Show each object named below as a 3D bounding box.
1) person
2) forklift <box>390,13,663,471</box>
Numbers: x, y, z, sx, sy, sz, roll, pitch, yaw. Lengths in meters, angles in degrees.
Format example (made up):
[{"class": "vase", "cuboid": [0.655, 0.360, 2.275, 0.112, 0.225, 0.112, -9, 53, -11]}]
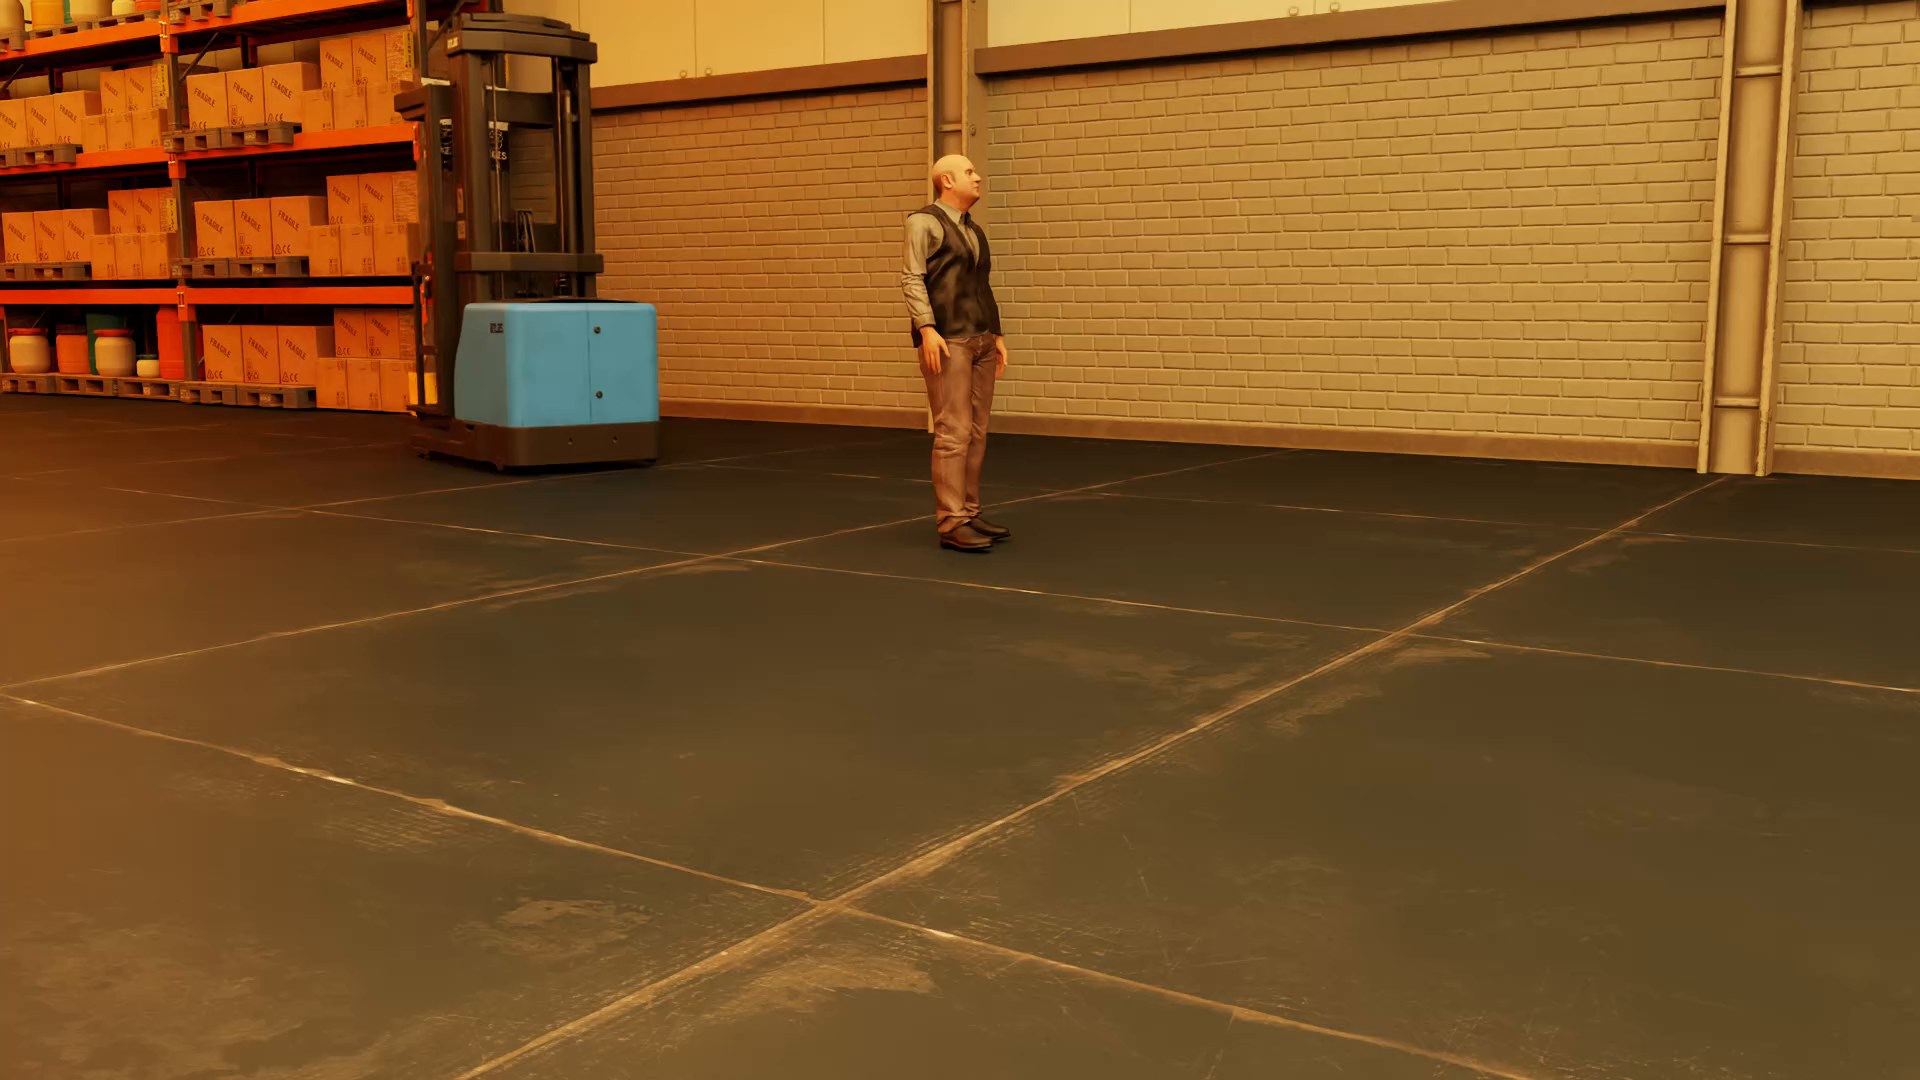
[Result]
[{"class": "person", "cuboid": [0.047, -0.854, 7.440, 0.568, 1.720, 0.632, 5, 10, 34]}, {"class": "forklift", "cuboid": [-3.218, -2.046, 11.581, 1.130, 2.935, 3.031, -6, 10, -35]}]
